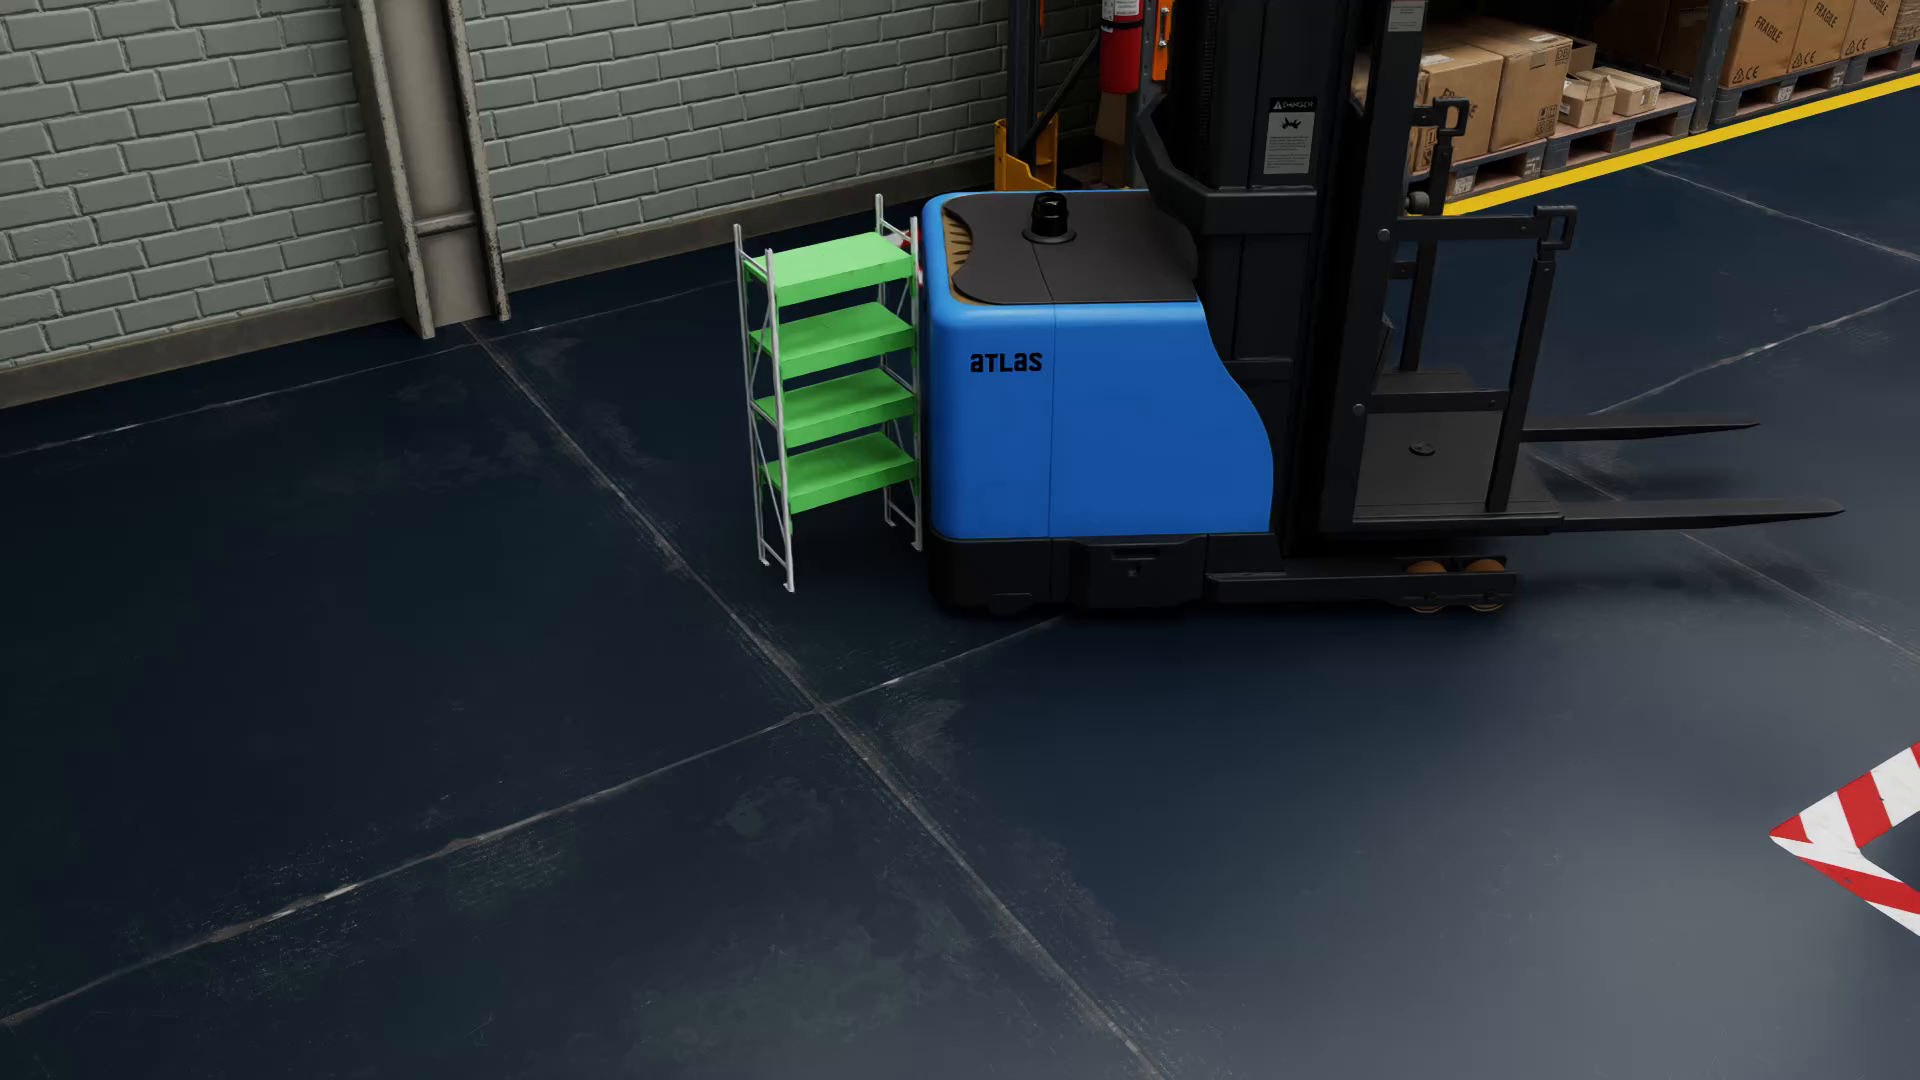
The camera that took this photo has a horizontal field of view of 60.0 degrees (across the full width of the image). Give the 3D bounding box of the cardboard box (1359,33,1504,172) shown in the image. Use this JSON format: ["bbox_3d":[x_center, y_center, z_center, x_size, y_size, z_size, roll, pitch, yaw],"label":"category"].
[{"bbox_3d":[2.344,-2.219,8.405,0.500,0.500,0.500,-18,37,-26],"label":"cardboard box"}]

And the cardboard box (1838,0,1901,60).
[{"bbox_3d":[5.295,-3.243,10.028,0.500,0.500,0.500,-20,37,-29],"label":"cardboard box"}]

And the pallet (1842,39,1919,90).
[{"bbox_3d":[5.592,-3.210,10.641,1.213,0.211,1.003,-19,37,-27],"label":"pallet"}]

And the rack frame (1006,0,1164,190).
[{"bbox_3d":[0.540,-2.627,7.102,0.127,3.000,1.000,-19,37,-27],"label":"rack frame"}]

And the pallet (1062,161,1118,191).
[{"bbox_3d":[1.274,-1.700,8.247,1.213,0.211,1.003,-19,37,-27],"label":"pallet"}]

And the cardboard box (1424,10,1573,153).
[{"bbox_3d":[2.718,-2.411,8.710,0.500,0.500,0.700,-20,38,-29],"label":"cardboard box"}]

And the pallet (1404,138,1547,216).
[{"bbox_3d":[2.298,-2.050,8.803,1.213,0.211,1.003,-19,37,-27],"label":"pallet"}]

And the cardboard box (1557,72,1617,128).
[{"bbox_3d":[3.293,-2.408,8.925,0.258,0.266,0.396,-18,36,-26],"label":"cardboard box"}]

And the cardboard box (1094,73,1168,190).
[{"bbox_3d":[1.106,-1.883,7.869,0.637,0.503,0.797,-21,38,-29],"label":"cardboard box"}]

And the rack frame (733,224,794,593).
[{"bbox_3d":[-0.614,-0.389,5.242,0.015,1.200,0.240,-18,36,-26],"label":"rack frame"}]

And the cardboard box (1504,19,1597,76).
[{"bbox_3d":[3.219,-2.738,9.406,0.500,0.311,0.500,-18,36,-26],"label":"cardboard box"}]

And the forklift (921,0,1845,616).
[{"bbox_3d":[1.393,-1.286,5.042,3.031,2.935,1.130,-2,32,-2],"label":"forklift"}]

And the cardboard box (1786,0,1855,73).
[{"bbox_3d":[4.873,-3.100,9.803,0.500,0.500,0.500,-19,37,-28],"label":"cardboard box"}]

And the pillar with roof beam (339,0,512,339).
[{"bbox_3d":[0.118,-2.858,1.846,0.400,9.000,9.100,-19,37,-27],"label":"pillar with roof beam"}]

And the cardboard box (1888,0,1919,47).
[{"bbox_3d":[5.734,-3.390,10.262,0.500,0.500,0.500,-20,38,-29],"label":"cardboard box"}]

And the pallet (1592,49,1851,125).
[{"bbox_3d":[4.565,-2.855,10.079,1.213,0.211,1.003,-19,37,-27],"label":"pallet"}]

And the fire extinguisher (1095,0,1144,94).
[{"bbox_3d":[0.667,-2.186,6.826,0.183,0.674,0.296,-19,37,-27],"label":"fire extinguisher"}]

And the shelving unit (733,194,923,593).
[{"bbox_3d":[-0.406,-0.457,5.349,0.503,1.200,0.258,-18,36,-26],"label":"shelving unit"}]

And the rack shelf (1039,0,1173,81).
[{"bbox_3d":[2.221,-2.900,8.211,4.000,0.370,1.077,-19,37,-27],"label":"rack shelf"}]

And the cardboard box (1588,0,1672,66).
[{"bbox_3d":[4.155,-3.178,9.925,0.500,0.500,0.500,-19,37,-27],"label":"cardboard box"}]

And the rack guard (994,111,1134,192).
[{"bbox_3d":[0.604,-1.591,7.804,0.348,0.500,1.175,-19,37,-27],"label":"rack guard"}]

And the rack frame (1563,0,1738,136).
[{"bbox_3d":[3.902,-3.783,8.935,0.127,3.000,1.000,-19,37,-27],"label":"rack frame"}]

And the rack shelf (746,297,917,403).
[{"bbox_3d":[-0.406,-0.606,5.255,0.480,0.148,0.258,-18,36,-26],"label":"rack shelf"}]

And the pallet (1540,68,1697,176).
[{"bbox_3d":[3.324,-2.405,9.365,1.213,0.211,1.003,-19,37,-27],"label":"pallet"}]

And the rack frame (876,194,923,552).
[{"bbox_3d":[-0.197,-0.524,5.456,0.015,1.200,0.240,-18,36,-26],"label":"rack frame"}]

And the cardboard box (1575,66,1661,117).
[{"bbox_3d":[3.593,-2.462,9.120,0.250,0.149,0.380,-20,37,-29],"label":"cardboard box"}]

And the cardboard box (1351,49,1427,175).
[{"bbox_3d":[1.845,-2.111,8.234,0.500,0.500,0.700,-17,36,-25],"label":"cardboard box"}]

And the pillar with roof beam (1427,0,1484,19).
[{"bbox_3d":[5.161,-4.593,4.596,0.400,9.000,9.100,-19,37,-27],"label":"pillar with roof beam"}]

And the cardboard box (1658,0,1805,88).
[{"bbox_3d":[4.431,-2.942,9.552,0.500,0.500,0.500,-17,36,-25],"label":"cardboard box"}]

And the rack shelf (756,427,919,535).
[{"bbox_3d":[-0.406,-0.200,5.511,0.480,0.148,0.258,-18,36,-26],"label":"rack shelf"}]

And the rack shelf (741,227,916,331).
[{"bbox_3d":[-0.406,-0.808,5.127,0.480,0.148,0.258,-18,36,-26],"label":"rack shelf"}]

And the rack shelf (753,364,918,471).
[{"bbox_3d":[-0.406,-0.403,5.383,0.480,0.148,0.258,-18,36,-26],"label":"rack shelf"}]
